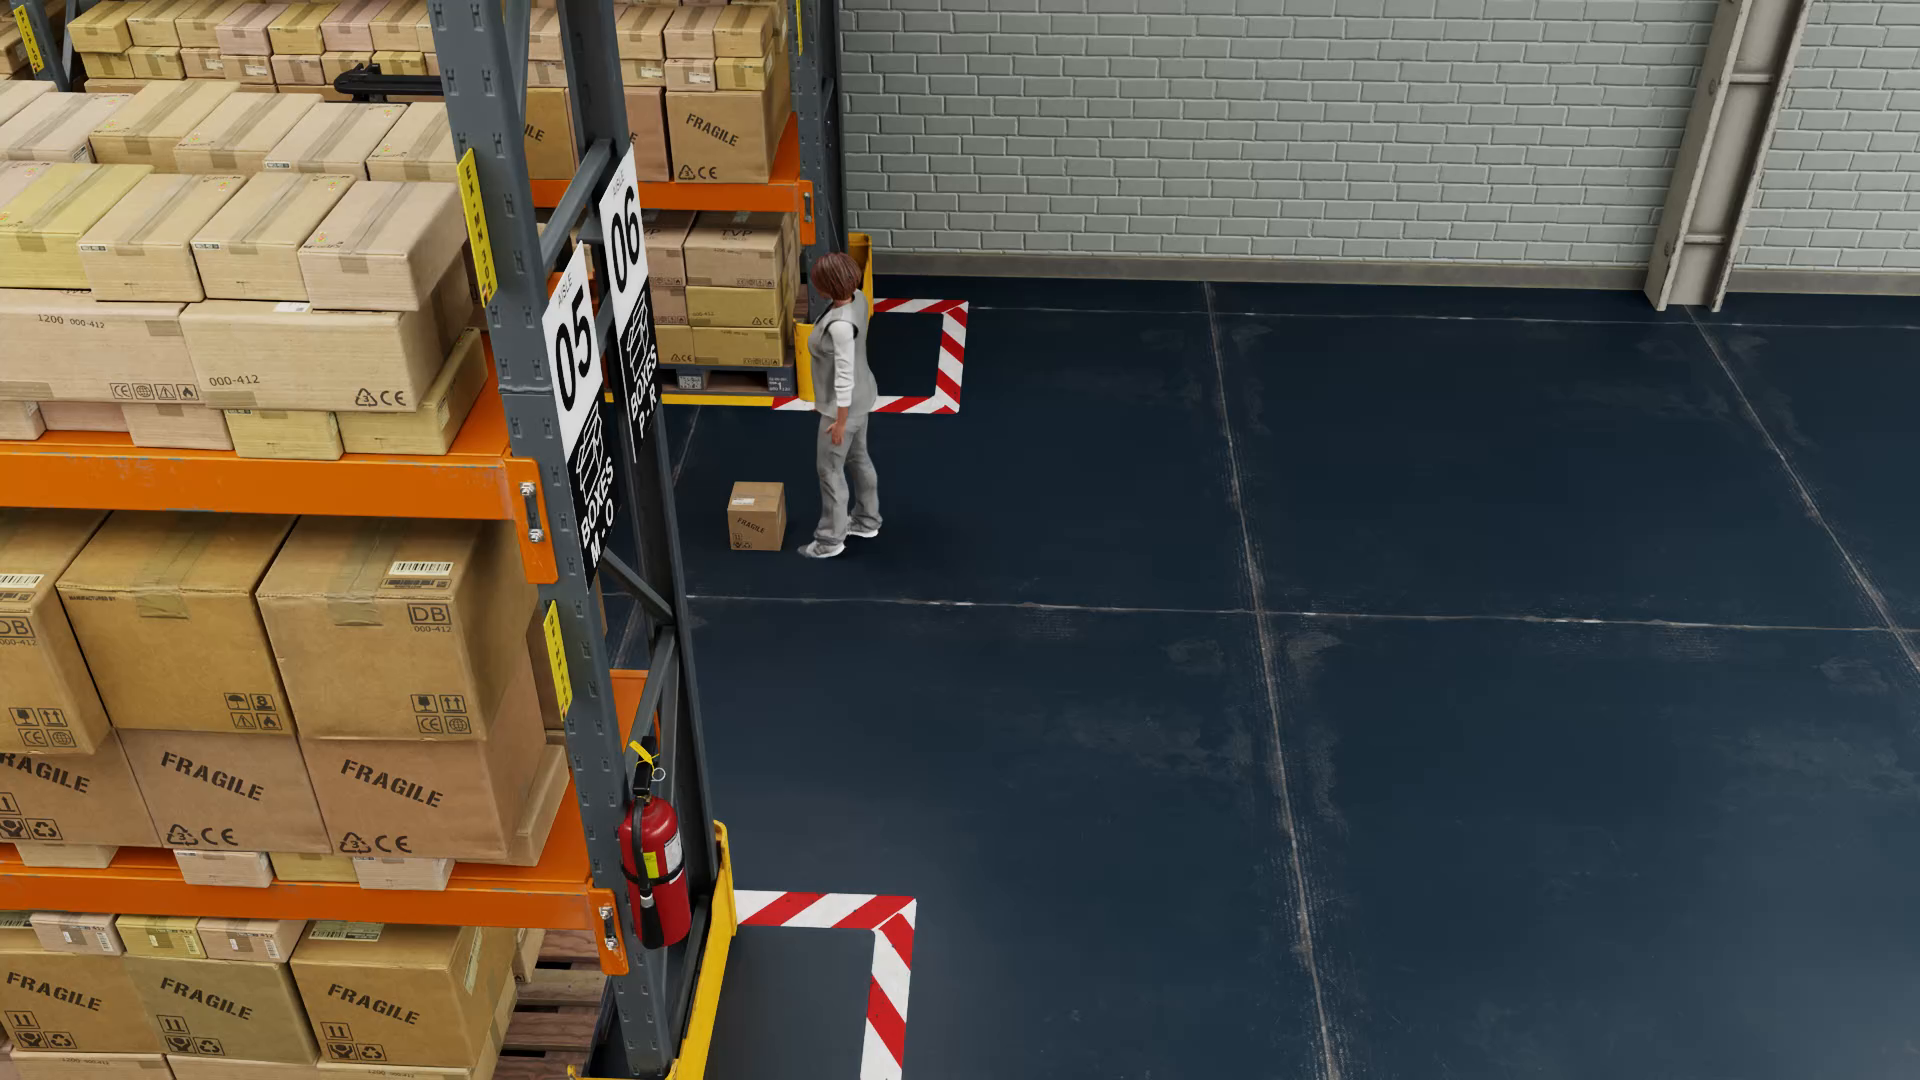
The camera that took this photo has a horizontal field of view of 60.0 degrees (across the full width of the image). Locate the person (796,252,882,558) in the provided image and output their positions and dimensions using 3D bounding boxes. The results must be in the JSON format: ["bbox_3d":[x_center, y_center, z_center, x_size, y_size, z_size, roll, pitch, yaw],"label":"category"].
[{"bbox_3d":[-0.602,-0.647,8.031,0.422,1.643,0.442,6,37,8],"label":"person"}]
